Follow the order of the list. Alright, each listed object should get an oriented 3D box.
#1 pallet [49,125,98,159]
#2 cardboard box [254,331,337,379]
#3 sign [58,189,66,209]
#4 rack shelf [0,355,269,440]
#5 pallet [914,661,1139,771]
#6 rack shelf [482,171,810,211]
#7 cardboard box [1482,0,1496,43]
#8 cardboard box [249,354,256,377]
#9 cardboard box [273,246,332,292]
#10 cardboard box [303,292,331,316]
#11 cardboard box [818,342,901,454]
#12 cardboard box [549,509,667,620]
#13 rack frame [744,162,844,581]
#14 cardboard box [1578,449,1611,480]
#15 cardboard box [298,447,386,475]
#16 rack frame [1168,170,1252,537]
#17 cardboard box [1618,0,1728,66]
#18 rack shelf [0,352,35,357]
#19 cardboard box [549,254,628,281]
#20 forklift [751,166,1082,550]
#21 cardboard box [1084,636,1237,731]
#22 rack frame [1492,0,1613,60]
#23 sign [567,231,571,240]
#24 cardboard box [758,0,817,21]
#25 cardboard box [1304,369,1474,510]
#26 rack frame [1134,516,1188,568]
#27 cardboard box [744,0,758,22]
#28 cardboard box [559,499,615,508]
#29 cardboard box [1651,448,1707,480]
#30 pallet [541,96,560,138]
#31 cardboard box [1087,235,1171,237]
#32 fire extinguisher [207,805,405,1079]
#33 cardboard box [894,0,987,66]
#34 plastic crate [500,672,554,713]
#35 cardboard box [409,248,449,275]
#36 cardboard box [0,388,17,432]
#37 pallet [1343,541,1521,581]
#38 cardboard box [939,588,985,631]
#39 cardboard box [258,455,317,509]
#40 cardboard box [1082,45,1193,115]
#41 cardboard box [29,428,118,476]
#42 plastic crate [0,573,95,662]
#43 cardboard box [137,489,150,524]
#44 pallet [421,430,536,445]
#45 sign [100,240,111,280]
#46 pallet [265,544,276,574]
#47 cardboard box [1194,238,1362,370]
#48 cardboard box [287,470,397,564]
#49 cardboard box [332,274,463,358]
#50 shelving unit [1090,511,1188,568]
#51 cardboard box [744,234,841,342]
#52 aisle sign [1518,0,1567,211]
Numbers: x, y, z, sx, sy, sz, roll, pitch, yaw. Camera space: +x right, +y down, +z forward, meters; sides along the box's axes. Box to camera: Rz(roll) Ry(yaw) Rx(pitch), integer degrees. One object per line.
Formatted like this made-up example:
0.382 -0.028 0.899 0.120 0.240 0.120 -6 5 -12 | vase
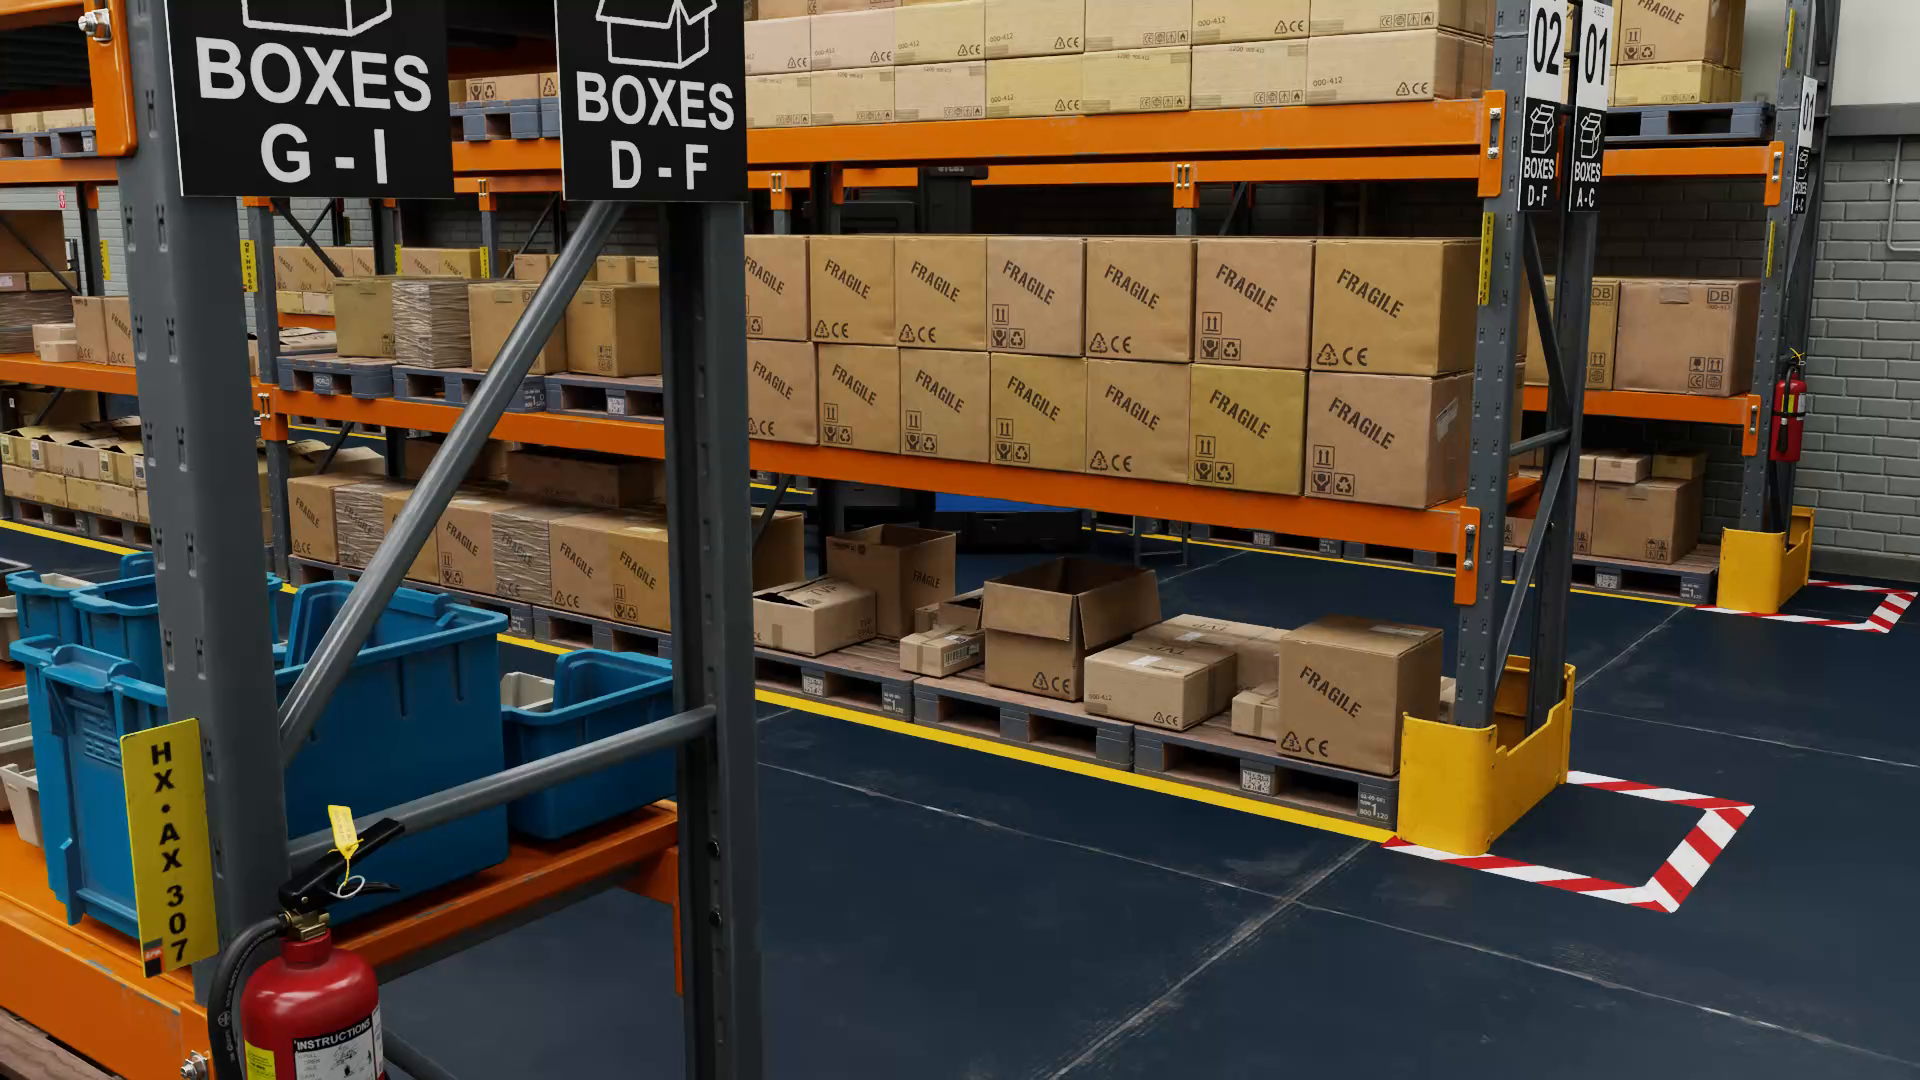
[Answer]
-5.722 -2.833 11.877 1.213 0.211 1.003 9 14 38 | pallet
-4.486 -1.269 11.428 0.500 0.311 0.500 9 14 39 | cardboard box
-13.414 -5.090 24.839 0.199 0.298 0.001 8 13 36 | sign
-5.831 -1.137 12.404 4.000 0.370 1.077 8 13 36 | rack shelf
0.546 0.768 8.005 1.213 0.211 1.003 8 13 36 | pallet
-2.902 -3.369 16.041 4.000 0.370 1.077 8 13 36 | rack shelf
1.969 -2.108 6.710 0.500 0.250 0.500 8 13 36 | cardboard box
-5.107 -1.201 11.501 0.250 0.149 0.380 8 13 36 | cardboard box
-7.531 -3.128 19.170 0.500 0.500 0.500 8 14 36 | cardboard box
-7.105 -2.700 18.931 0.500 0.250 0.500 7 13 34 | cardboard box
-0.331 -0.709 8.032 0.500 0.500 0.500 8 14 37 | cardboard box
-1.956 0.127 9.398 0.500 0.500 0.500 8 14 36 | cardboard box
-0.995 -0.816 8.849 0.127 3.000 1.000 8 13 36 | rack frame
4.117 -0.501 10.988 0.250 0.149 0.380 8 14 37 | cardboard box
-4.467 -0.501 11.878 0.500 0.311 0.500 9 14 37 | cardboard box
1.934 -1.574 12.771 0.127 3.000 1.000 8 13 36 | rack frame
4.407 -3.188 10.264 0.500 0.500 0.500 8 13 35 | cardboard box
-9.055 -1.587 14.728 4.000 0.370 1.077 8 13 36 | rack shelf
-3.678 -2.613 16.715 0.500 0.500 0.700 10 15 41 | cardboard box
-0.625 -1.440 12.258 3.031 2.935 1.130 0 11 1 | forklift
0.897 0.633 7.440 0.500 0.250 0.500 8 13 36 | cardboard box
2.229 -3.311 5.954 0.127 3.000 1.000 8 13 36 | rack frame
-4.188 -3.128 17.751 0.005 0.325 0.100 8 13 36 | sign
-0.580 -2.780 8.207 0.500 0.500 0.700 8 13 36 | cardboard box
1.707 -0.424 6.560 0.500 0.500 0.500 8 14 37 | cardboard box
1.390 -0.545 11.397 0.400 1.500 0.023 -4 12 -19 | rack frame
-1.357 -2.661 8.856 0.600 0.600 0.600 6 13 30 | cardboard box
-2.075 -0.012 10.116 0.500 0.500 0.500 8 14 36 | cardboard box
4.754 -0.502 10.995 0.250 0.149 0.380 8 14 36 | cardboard box
-1.479 -2.280 9.016 1.003 0.211 1.213 8 13 36 | pallet
0.791 -1.168 7.773 0.500 0.500 0.500 8 13 35 | cardboard box
-0.853 0.700 2.202 0.183 0.674 0.296 8 13 36 | fire extinguisher
0.050 -2.254 7.462 0.500 0.250 0.500 8 13 36 | cardboard box
-0.919 0.365 3.282 0.298 0.136 0.250 8 13 36 | plastic crate
-5.484 -2.839 17.677 0.500 0.500 0.500 8 13 35 | cardboard box
-8.342 -1.016 14.044 0.500 0.500 0.500 8 13 36 | cardboard box
3.488 0.029 11.823 1.213 0.211 1.003 8 13 36 | pallet
0.237 0.393 8.520 0.500 0.311 0.500 8 13 36 | cardboard box
-4.787 -0.418 11.451 0.500 0.311 0.500 8 14 37 | cardboard box
0.852 -1.895 6.923 0.500 0.250 0.500 8 13 36 | cardboard box
-6.857 -0.705 12.933 0.500 0.311 0.500 8 13 35 | cardboard box
-2.348 0.192 4.176 0.466 0.136 0.293 8 13 36 | plastic crate
-5.608 -0.258 12.099 0.500 0.250 0.500 8 14 37 | cardboard box
-5.076 -1.175 18.047 1.213 0.211 1.003 8 13 36 | pallet
-7.130 -2.329 13.830 0.005 0.325 0.100 8 13 36 | sign
-4.859 0.005 11.947 1.213 0.211 1.003 8 13 36 | pallet
1.300 -0.971 6.754 0.500 0.500 0.500 8 14 37 | cardboard box
-4.021 -0.159 10.878 0.500 0.500 0.500 9 14 38 | cardboard box
-3.645 -1.467 10.847 0.500 0.500 0.700 3 11 17 | cardboard box
1.268 -0.610 11.736 0.431 1.500 0.755 -4 12 -19 | shelving unit
-0.782 -1.260 8.248 0.500 0.500 0.500 8 14 37 | cardboard box
2.103 -1.588 5.995 0.004 0.787 0.394 8 13 36 | aisle sign
